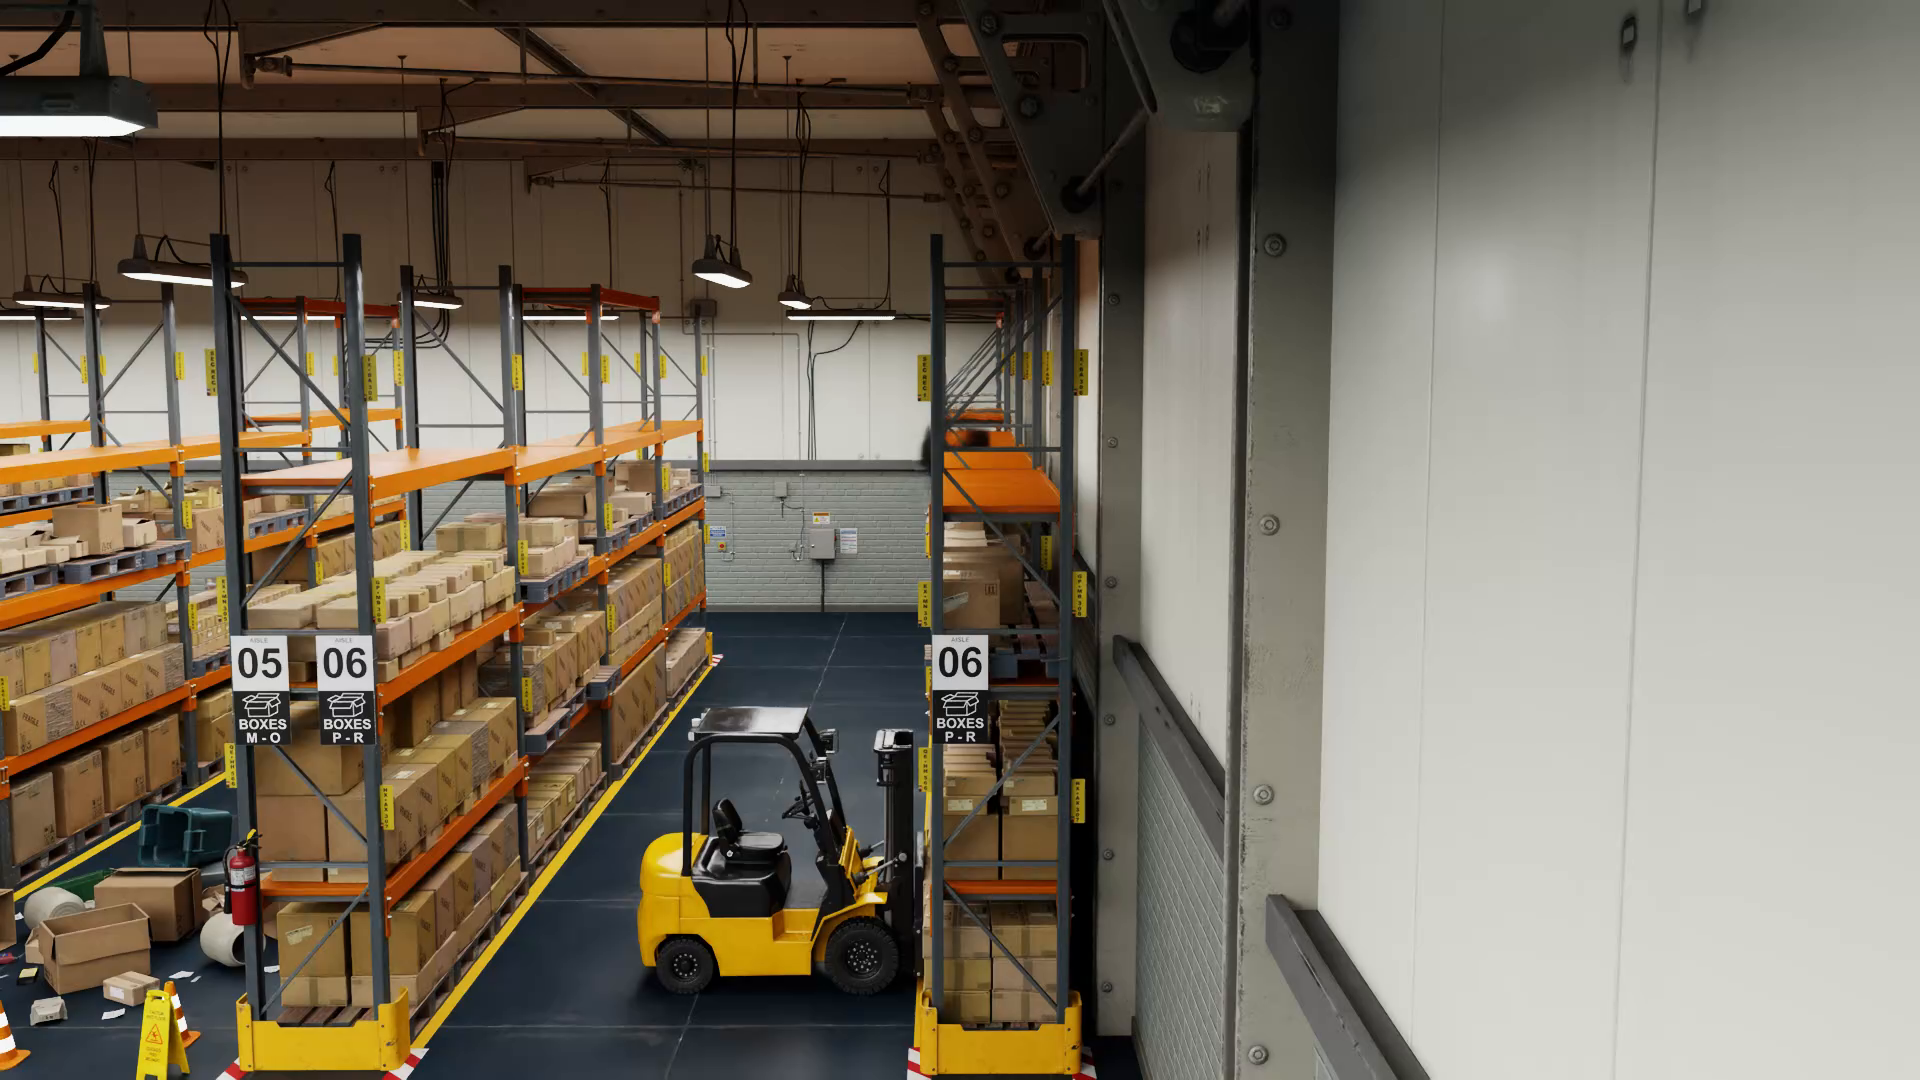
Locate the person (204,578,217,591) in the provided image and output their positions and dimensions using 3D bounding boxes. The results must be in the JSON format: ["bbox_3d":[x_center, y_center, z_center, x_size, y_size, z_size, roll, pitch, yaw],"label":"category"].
[{"bbox_3d":[-11.559,1.453,25.694,0.641,1.739,0.619,0,6,2],"label":"person"}]
